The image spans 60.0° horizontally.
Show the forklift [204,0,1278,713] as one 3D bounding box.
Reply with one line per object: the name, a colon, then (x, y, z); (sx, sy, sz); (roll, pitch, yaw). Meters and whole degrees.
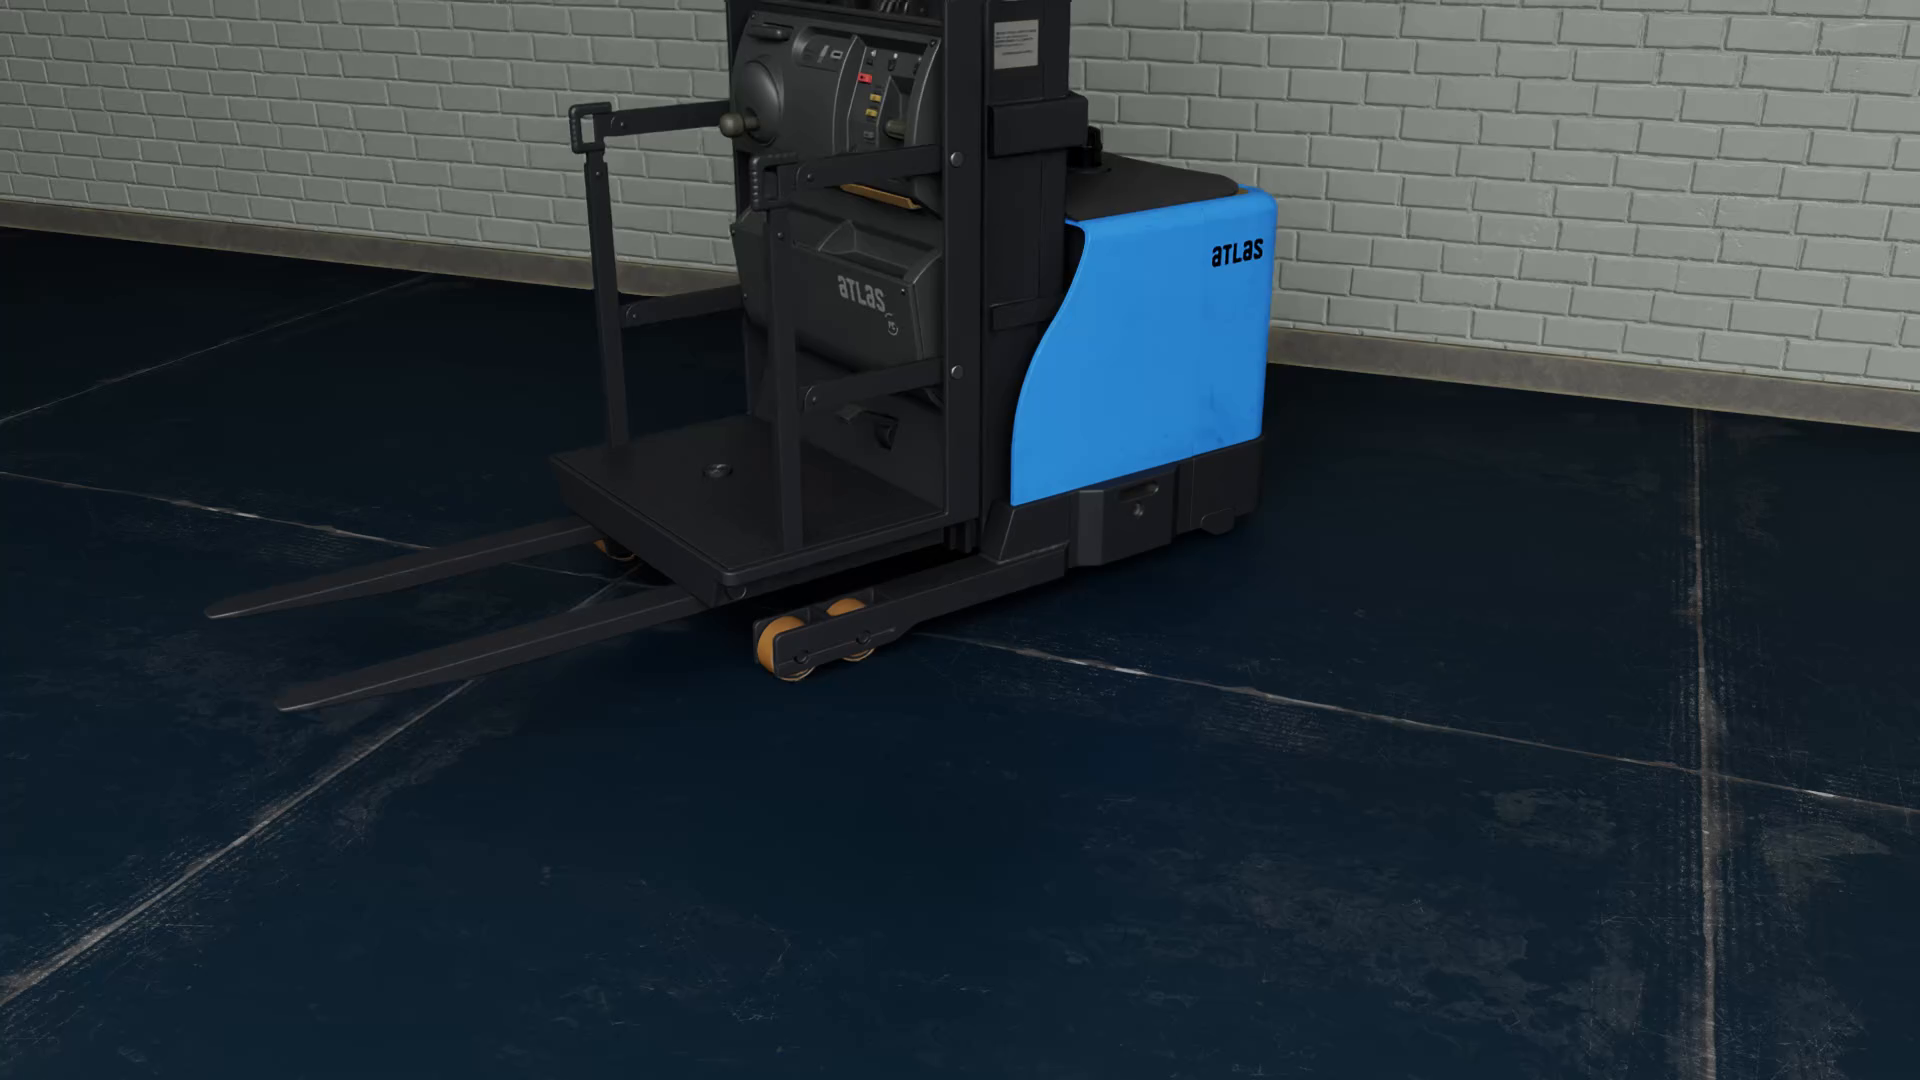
forklift: (-0.518, -1.213, 4.350); (3.031, 2.935, 1.130); (-16, 28, -33)
